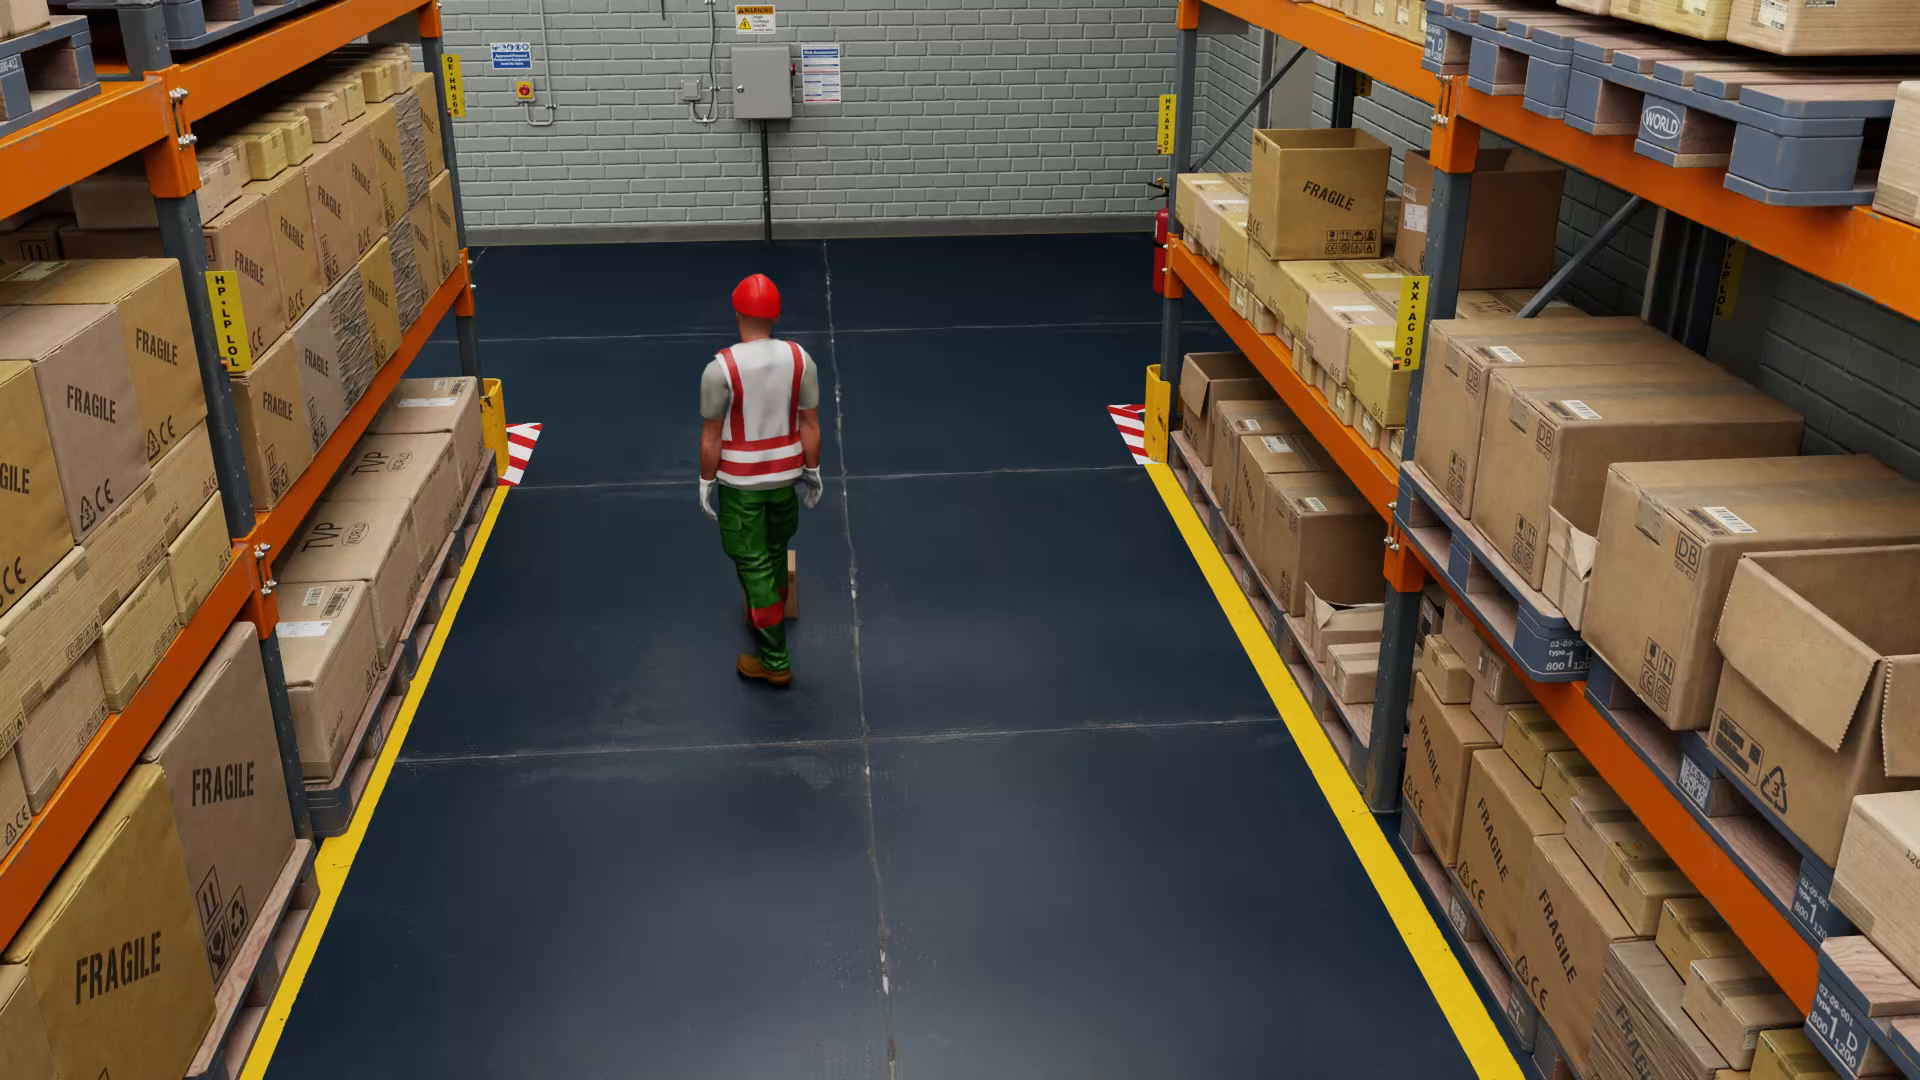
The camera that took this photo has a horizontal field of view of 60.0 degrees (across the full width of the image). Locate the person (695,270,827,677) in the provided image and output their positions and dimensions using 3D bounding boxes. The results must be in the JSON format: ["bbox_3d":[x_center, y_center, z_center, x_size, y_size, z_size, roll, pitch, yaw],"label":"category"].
[{"bbox_3d":[-0.874,-0.301,7.245,0.557,1.795,0.564,-10,25,-21],"label":"person"}]
